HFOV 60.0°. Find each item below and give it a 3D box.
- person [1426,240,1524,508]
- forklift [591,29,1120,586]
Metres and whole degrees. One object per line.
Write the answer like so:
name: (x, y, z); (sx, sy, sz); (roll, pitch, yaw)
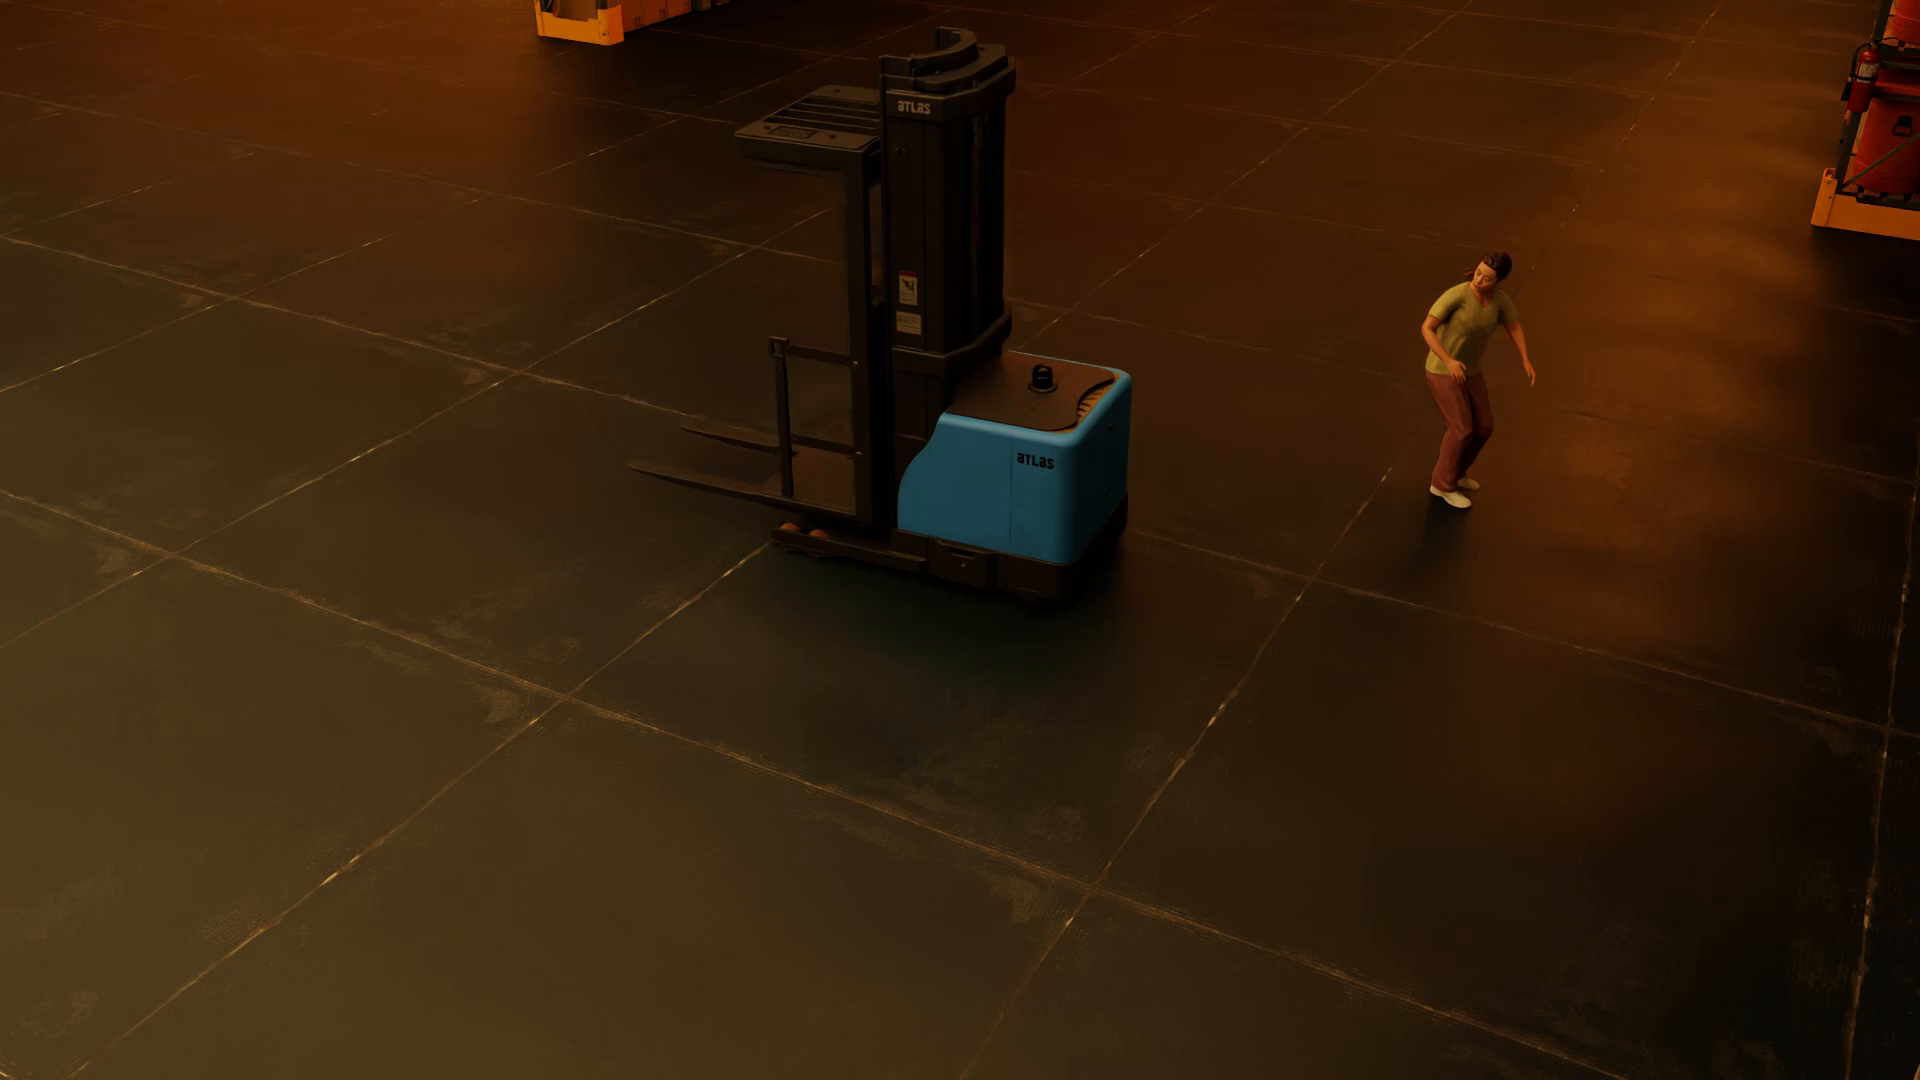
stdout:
person: (3.176, -1.027, 10.142); (0.651, 1.647, 0.482); (-12, 32, -20)
forklift: (-0.618, -1.268, 9.268); (3.031, 2.935, 1.130); (1, 30, 1)
